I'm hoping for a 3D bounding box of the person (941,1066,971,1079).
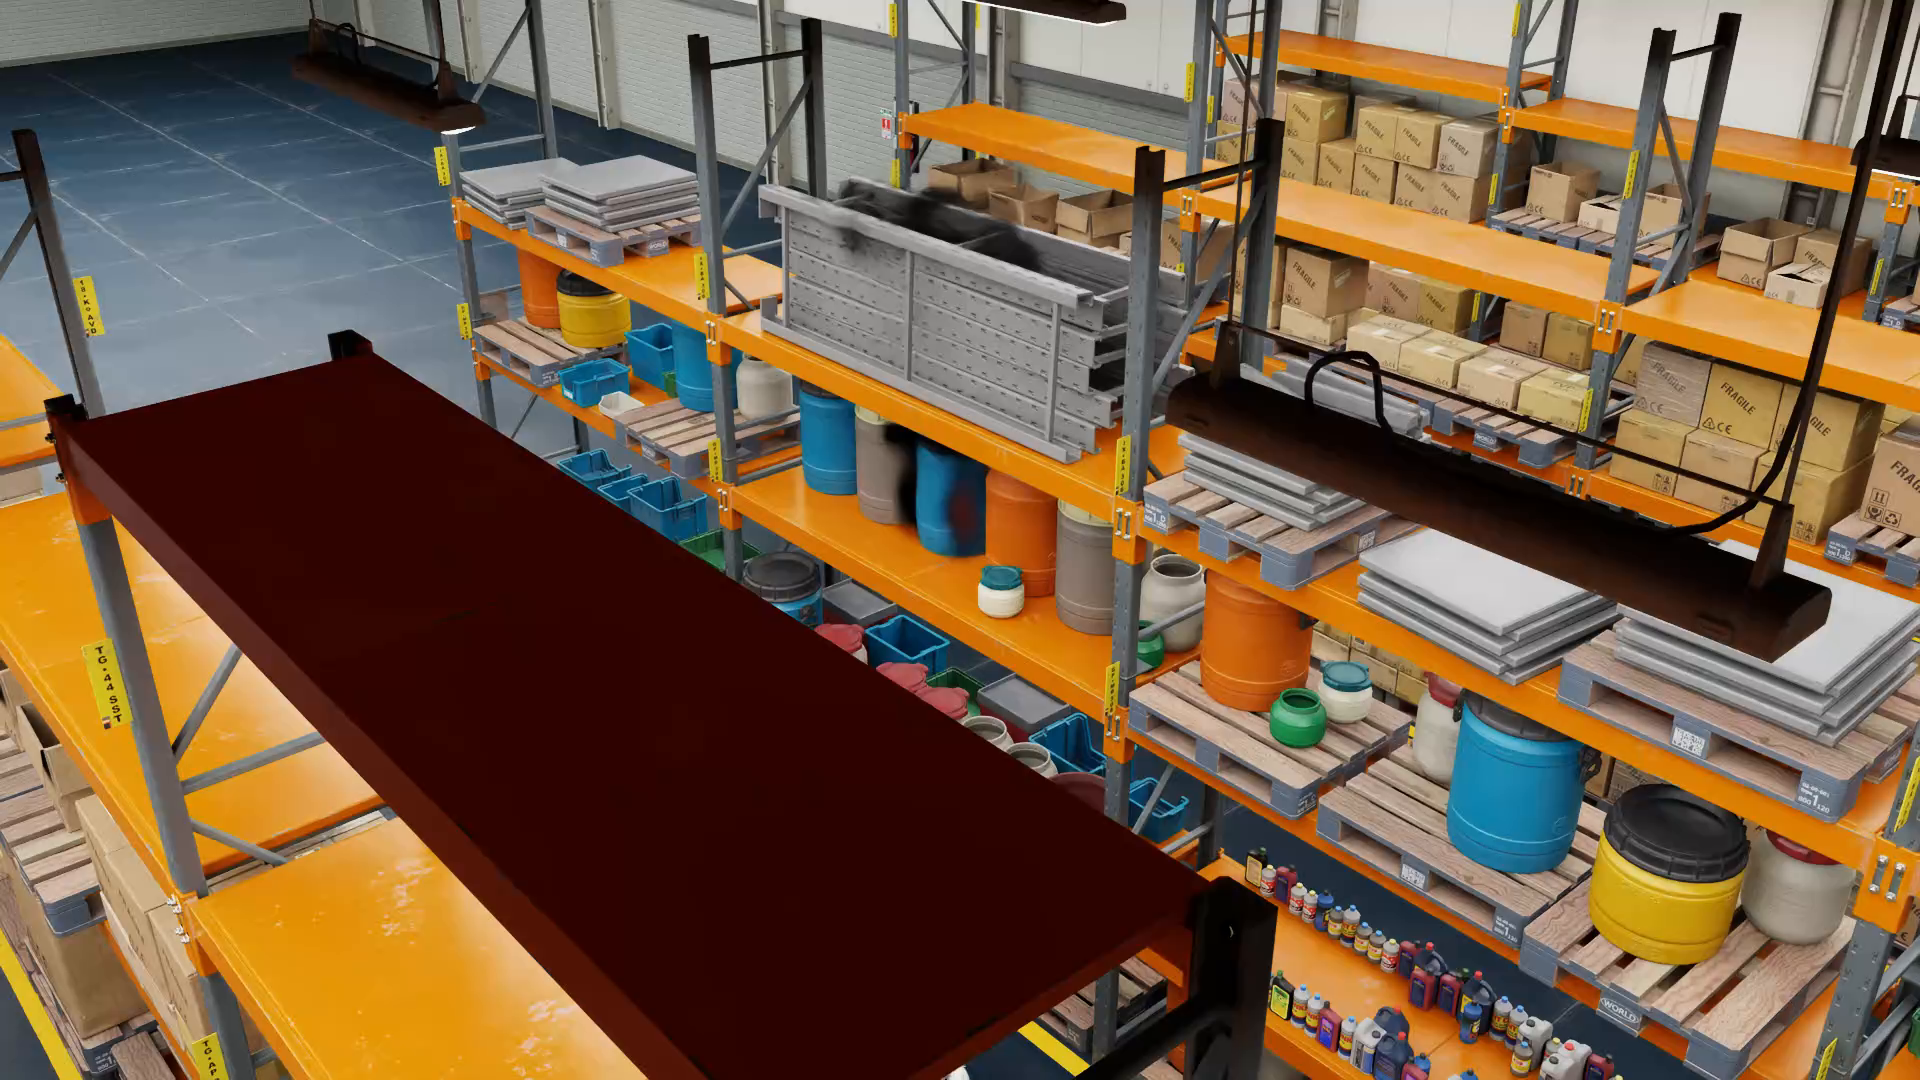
[{"bbox_3d":[-0.164,3.262,8.605,0.808,1.746,0.678,17,31,30],"label":"person"}]
